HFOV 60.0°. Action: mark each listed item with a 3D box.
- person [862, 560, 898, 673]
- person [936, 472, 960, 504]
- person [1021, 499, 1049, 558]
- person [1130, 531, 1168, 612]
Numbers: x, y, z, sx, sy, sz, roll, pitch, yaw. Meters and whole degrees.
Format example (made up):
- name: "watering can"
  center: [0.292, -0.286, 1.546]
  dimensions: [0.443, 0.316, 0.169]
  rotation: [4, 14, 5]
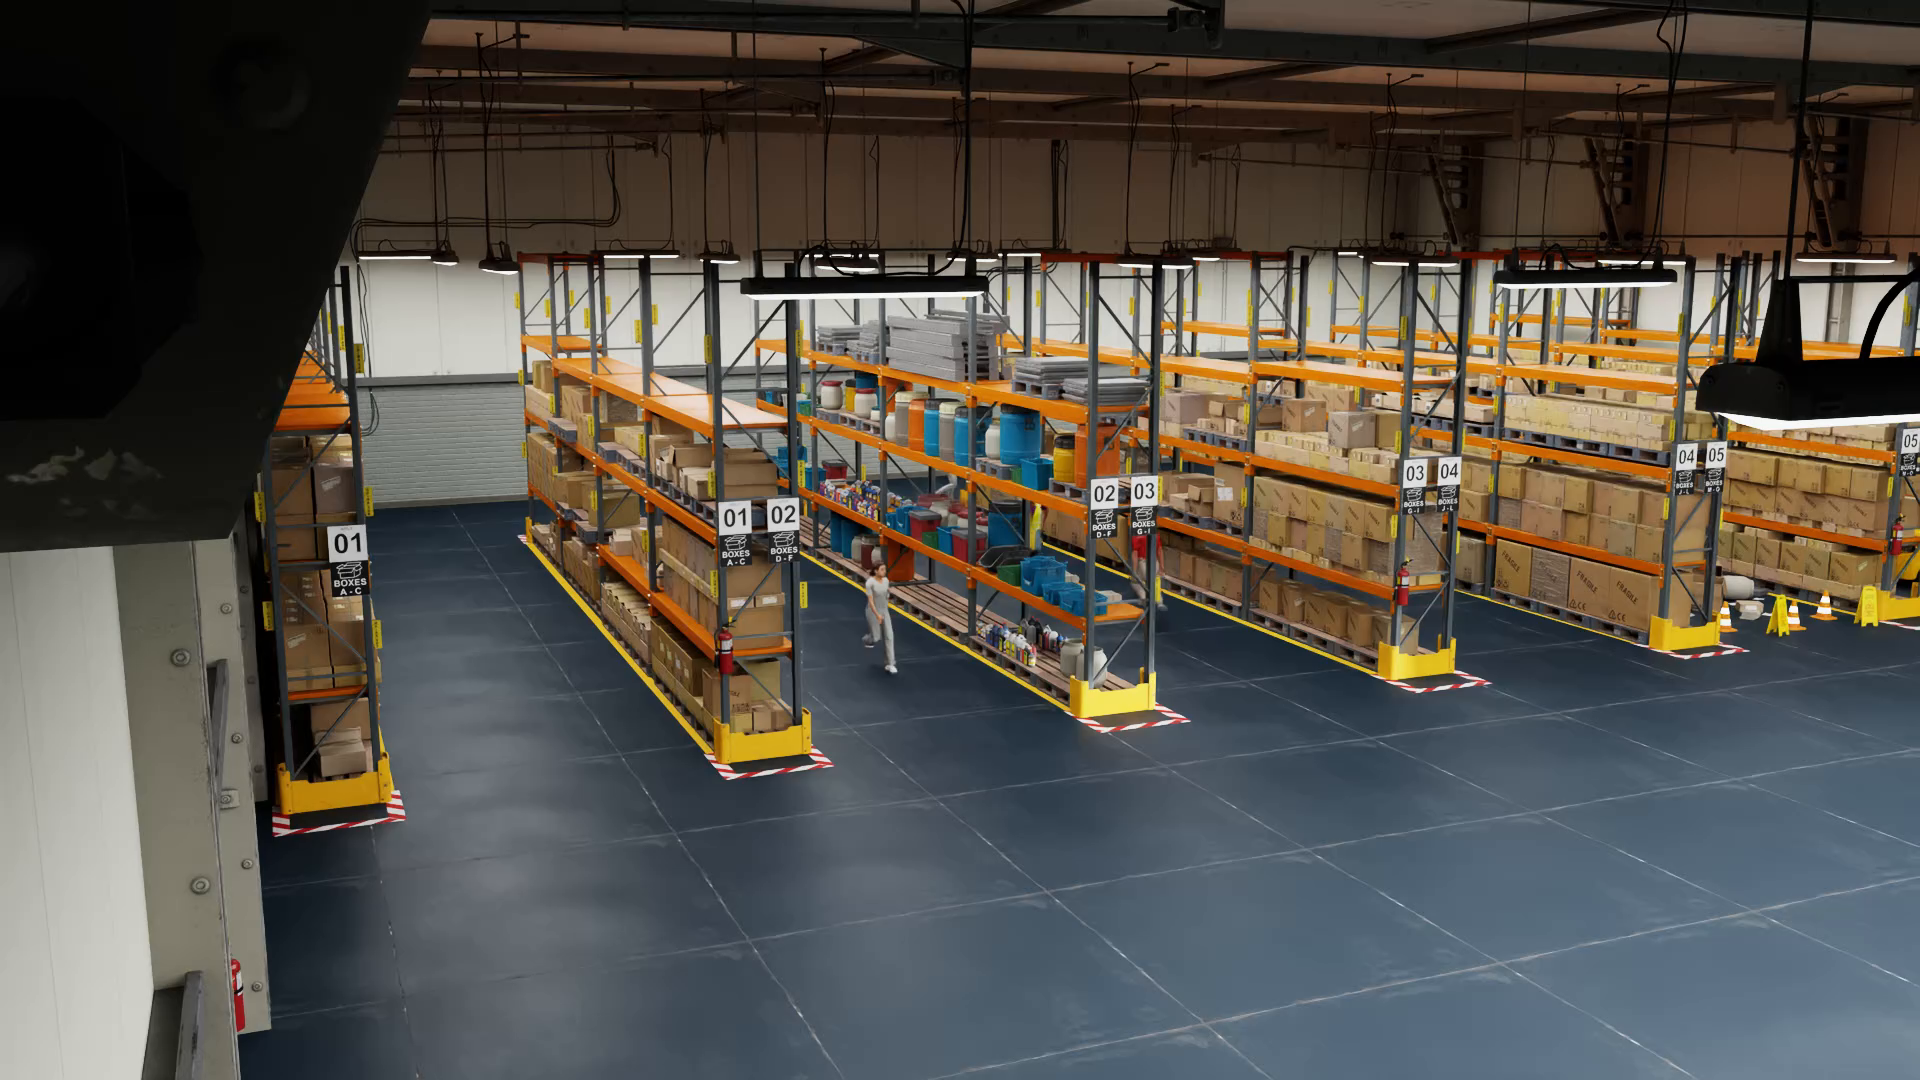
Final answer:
- name: "person"
  center: [-1.174, 1.092, 24.485]
  dimensions: [0.436, 1.615, 0.963]
  rotation: [-6, 12, -31]
- name: "person"
  center: [-0.291, -1.673, 39.498]
  dimensions: [0.587, 1.661, 0.528]
  rotation: [-1, 10, -6]
- name: "person"
  center: [1.323, -0.238, 31.178]
  dimensions: [0.744, 1.608, 0.717]
  rotation: [-3, 11, -14]
- name: "person"
  center: [3.089, 0.398, 27.337]
  dimensions: [0.597, 1.596, 0.650]
  rotation: [-4, 11, -19]
